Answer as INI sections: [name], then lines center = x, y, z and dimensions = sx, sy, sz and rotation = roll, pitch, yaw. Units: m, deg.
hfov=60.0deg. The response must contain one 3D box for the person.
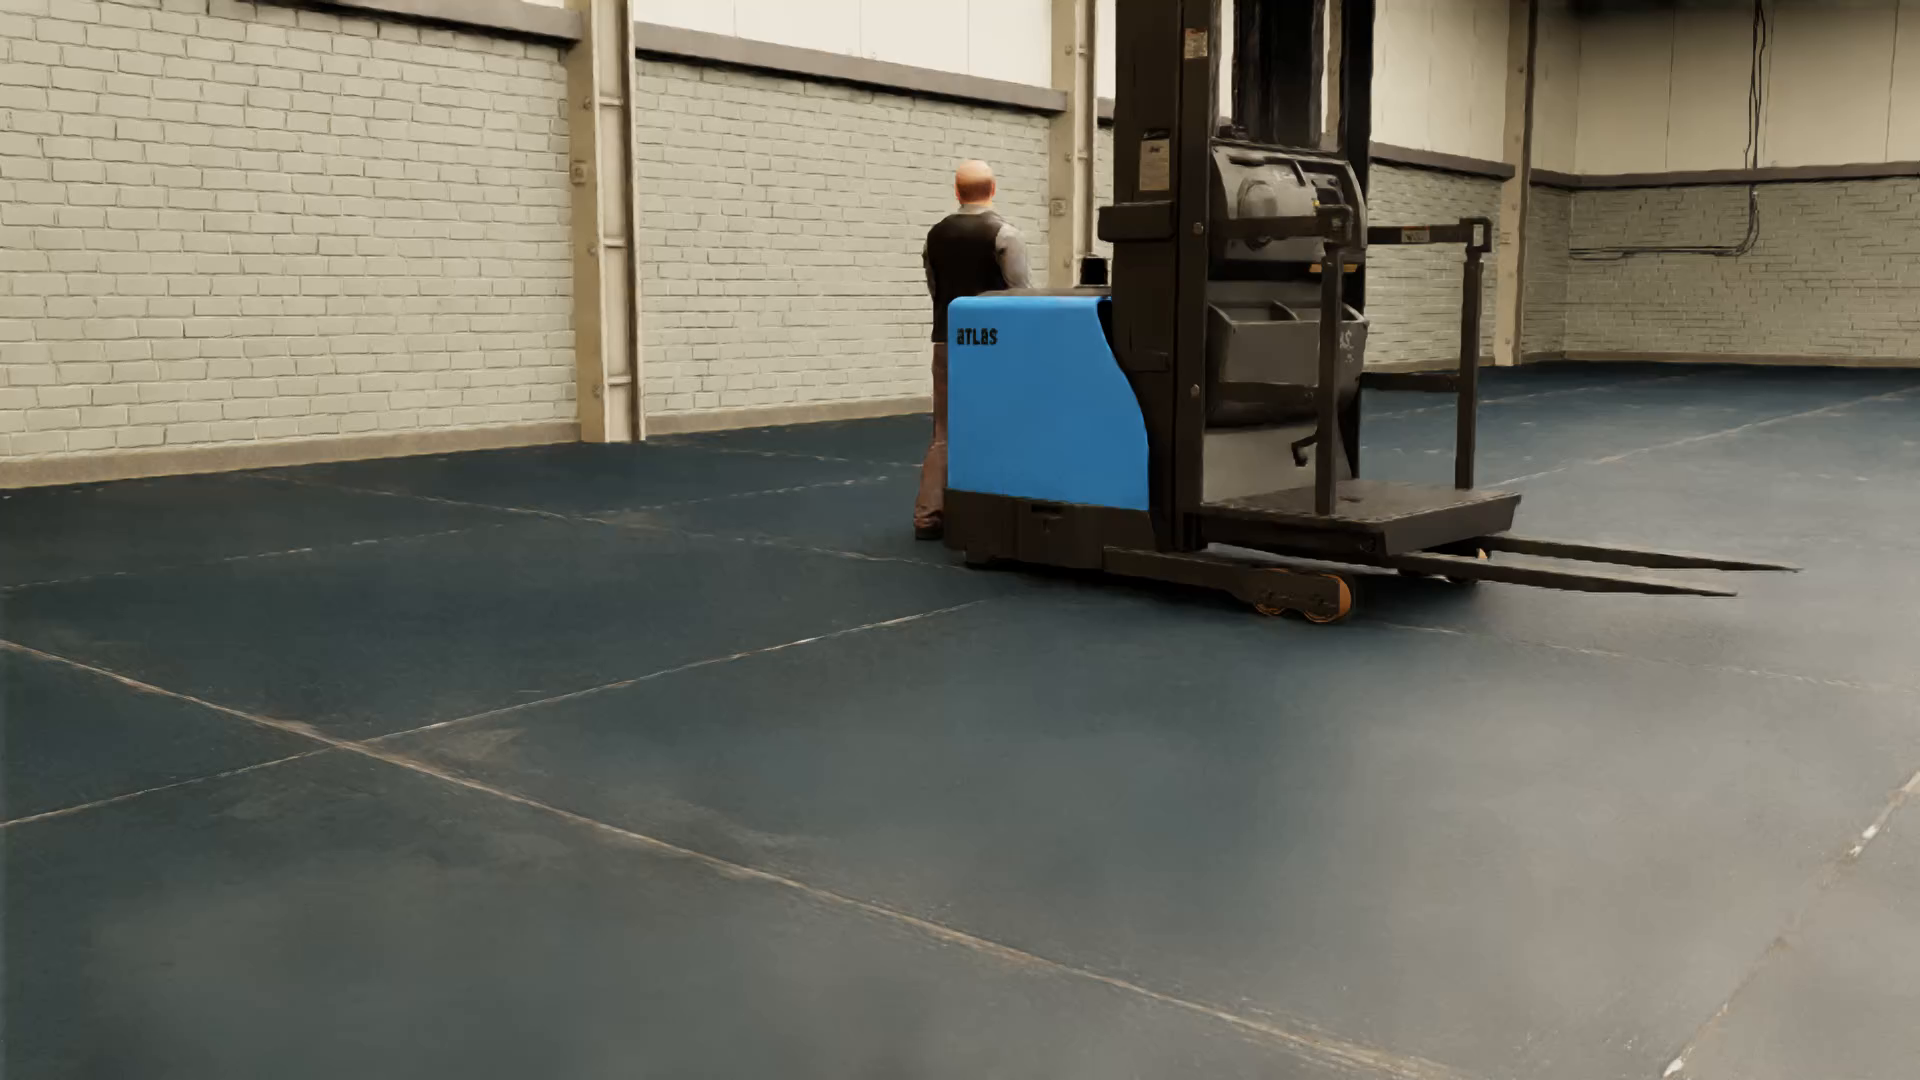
[person]
center = 0.111, -0.836, 7.398
dimensions = 0.651, 1.676, 0.642
rotation = 5, 10, 29

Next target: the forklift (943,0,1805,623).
[forklift]
center = 1.352, -1.258, 5.882
dimensions = 3.031, 2.935, 1.130
rotation = 8, 11, 43
